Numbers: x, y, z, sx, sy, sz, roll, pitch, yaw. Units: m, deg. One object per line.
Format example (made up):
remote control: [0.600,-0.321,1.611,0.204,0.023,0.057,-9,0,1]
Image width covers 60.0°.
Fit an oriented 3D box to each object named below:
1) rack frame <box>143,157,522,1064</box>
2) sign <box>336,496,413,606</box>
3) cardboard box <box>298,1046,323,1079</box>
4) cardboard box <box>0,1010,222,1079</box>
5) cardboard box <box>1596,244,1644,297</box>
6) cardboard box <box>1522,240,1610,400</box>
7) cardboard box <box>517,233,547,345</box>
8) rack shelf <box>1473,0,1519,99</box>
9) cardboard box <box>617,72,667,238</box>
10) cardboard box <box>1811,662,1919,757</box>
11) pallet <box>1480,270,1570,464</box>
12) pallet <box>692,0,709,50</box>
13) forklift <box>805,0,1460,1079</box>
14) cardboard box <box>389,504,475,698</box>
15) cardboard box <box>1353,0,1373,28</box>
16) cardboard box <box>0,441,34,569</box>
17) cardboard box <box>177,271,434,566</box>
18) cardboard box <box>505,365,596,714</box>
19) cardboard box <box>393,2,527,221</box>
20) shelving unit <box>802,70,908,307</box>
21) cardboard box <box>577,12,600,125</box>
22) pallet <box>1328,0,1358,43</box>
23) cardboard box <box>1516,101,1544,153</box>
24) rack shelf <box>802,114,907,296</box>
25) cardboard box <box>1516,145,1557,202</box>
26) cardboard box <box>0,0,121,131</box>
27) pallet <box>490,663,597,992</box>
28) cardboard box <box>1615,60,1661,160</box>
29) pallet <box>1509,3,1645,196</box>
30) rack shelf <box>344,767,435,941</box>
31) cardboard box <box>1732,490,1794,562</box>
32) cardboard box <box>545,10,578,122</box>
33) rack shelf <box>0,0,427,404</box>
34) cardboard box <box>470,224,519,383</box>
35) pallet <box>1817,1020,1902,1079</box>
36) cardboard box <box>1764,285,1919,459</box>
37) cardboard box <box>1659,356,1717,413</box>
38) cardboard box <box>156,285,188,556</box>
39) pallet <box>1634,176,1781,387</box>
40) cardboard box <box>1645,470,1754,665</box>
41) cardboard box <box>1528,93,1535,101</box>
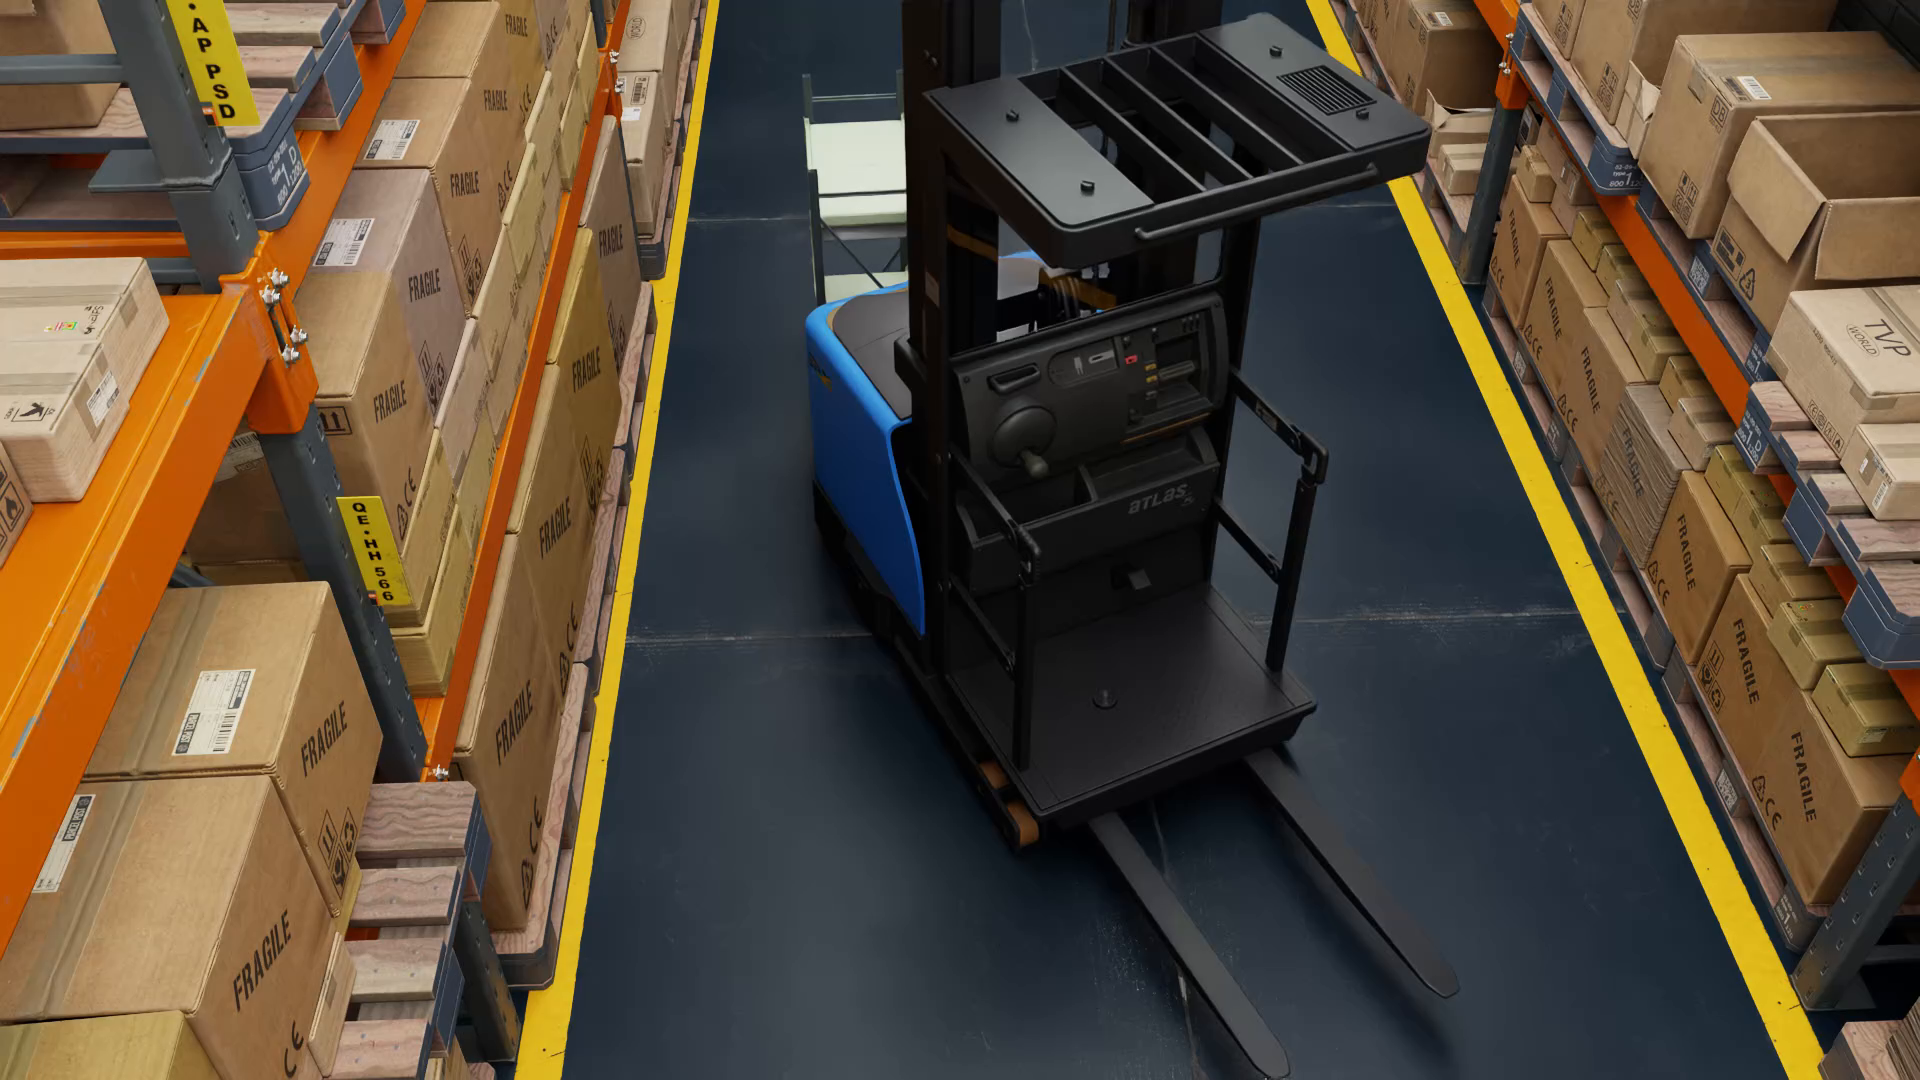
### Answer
rack frame: [-1.845,0.448,4.042,1.000,3.000,0.127,-2,43,-2]
sign: [-1.303,0.028,3.701,0.100,0.325,0.005,-2,43,-2]
cardboard box: [-1.454,1.118,3.186,0.380,0.149,0.250,-4,43,-4]
cardboard box: [-1.493,1.135,2.687,0.500,0.500,0.500,-4,43,-5]
cardboard box: [2.830,-1.078,6.765,0.380,0.149,0.250,-2,43,-3]
cardboard box: [2.772,-0.939,7.094,0.500,0.500,0.500,-2,43,-2]
cardboard box: [-1.695,-0.868,5.588,0.500,0.250,0.500,-2,43,-2]
rack shelf: [2.859,-3.483,8.862,1.077,0.370,4.000,-2,43,-2]
cardboard box: [-1.934,-1.890,8.177,0.875,0.438,0.875,-2,43,-2]
cardboard box: [2.840,0.504,5.039,0.380,0.149,0.250,-4,43,-4]
pallet: [3.016,-0.822,7.490,1.003,0.211,1.213,-2,43,-2]
pallet: [-2.073,-3.388,10.290,1.003,0.211,1.213,-2,43,-2]
forklift: [0.521,-0.390,5.006,1.130,2.935,3.031,-19,46,-19]
cardboard box: [-1.615,0.165,4.461,0.500,0.250,0.500,-2,43,-3]
cardboard box: [2.703,-3.338,9.711,0.700,0.500,0.500,0,43,0]
cardboard box: [-1.815,-0.055,2.296,0.700,0.500,0.500,-2,43,-2]
cardboard box: [-1.622,-0.298,4.041,0.500,0.500,0.500,-3,43,-3]
cardboard box: [-1.825,0.005,5.786,0.875,0.875,0.875,-1,43,-1]
cardboard box: [-1.677,-1.323,5.159,0.500,0.500,0.500,-1,43,-1]
shelving unit: [-0.384,-1.034,6.768,0.431,1.500,0.755,-4,43,-4]
cardboard box: [-1.744,-1.902,6.716,0.500,0.250,0.500,-3,43,-3]
pallet: [2.812,-3.481,10.391,1.003,0.211,1.213,-2,43,-2]
cardboard box: [3.152,-2.014,8.407,0.500,0.311,0.500,0,43,0]
rack shelf: [-0.384,-1.321,6.504,0.431,0.370,0.720,-4,43,-4]
cardboard box: [2.693,-1.620,7.357,0.380,0.149,0.250,0,43,0]
cardboard box: [-2.012,-1.101,3.124,0.797,0.503,0.637,-4,43,-4]
pallet: [-1.803,0.941,5.567,1.003,0.211,1.213,-2,43,-2]
cardboard box: [2.620,-1.554,6.014,0.396,0.266,0.258,0,43,0]
pallet: [2.869,-1.784,6.619,1.003,0.211,1.213,-2,43,-2]
rack shelf: [-1.760,2.063,2.812,1.077,0.370,4.000,-2,43,-2]
cardboard box: [2.864,-0.038,5.631,0.380,0.149,0.250,0,43,-1]
cardboard box: [-1.725,-1.754,6.185,0.500,0.250,0.500,-1,43,-1]
rack shelf: [-1.930,-1.743,4.744,1.077,0.370,4.000,-2,43,-2]
cardboard box: [-1.650,-0.716,5.053,0.500,0.250,0.500,-2,43,-2]
pallet: [3.110,1.887,4.535,1.003,0.211,1.213,-2,43,-2]
cardboard box: [2.746,-0.500,4.876,0.500,0.250,0.500,-3,43,-4]
cardboard box: [2.852,-0.559,6.199,0.380,0.149,0.250,-1,43,-2]
cardboard box: [-2.128,-0.299,4.043,0.500,0.500,0.500,-3,43,-3]
pallet: [3.027,-0.939,5.697,1.003,0.211,1.213,-2,43,-2]
cardboard box: [2.846,0.099,5.962,0.500,0.500,0.500,0,43,0]
cardboard box: [3.134,-2.247,8.781,0.380,0.149,0.250,-2,43,-2]
